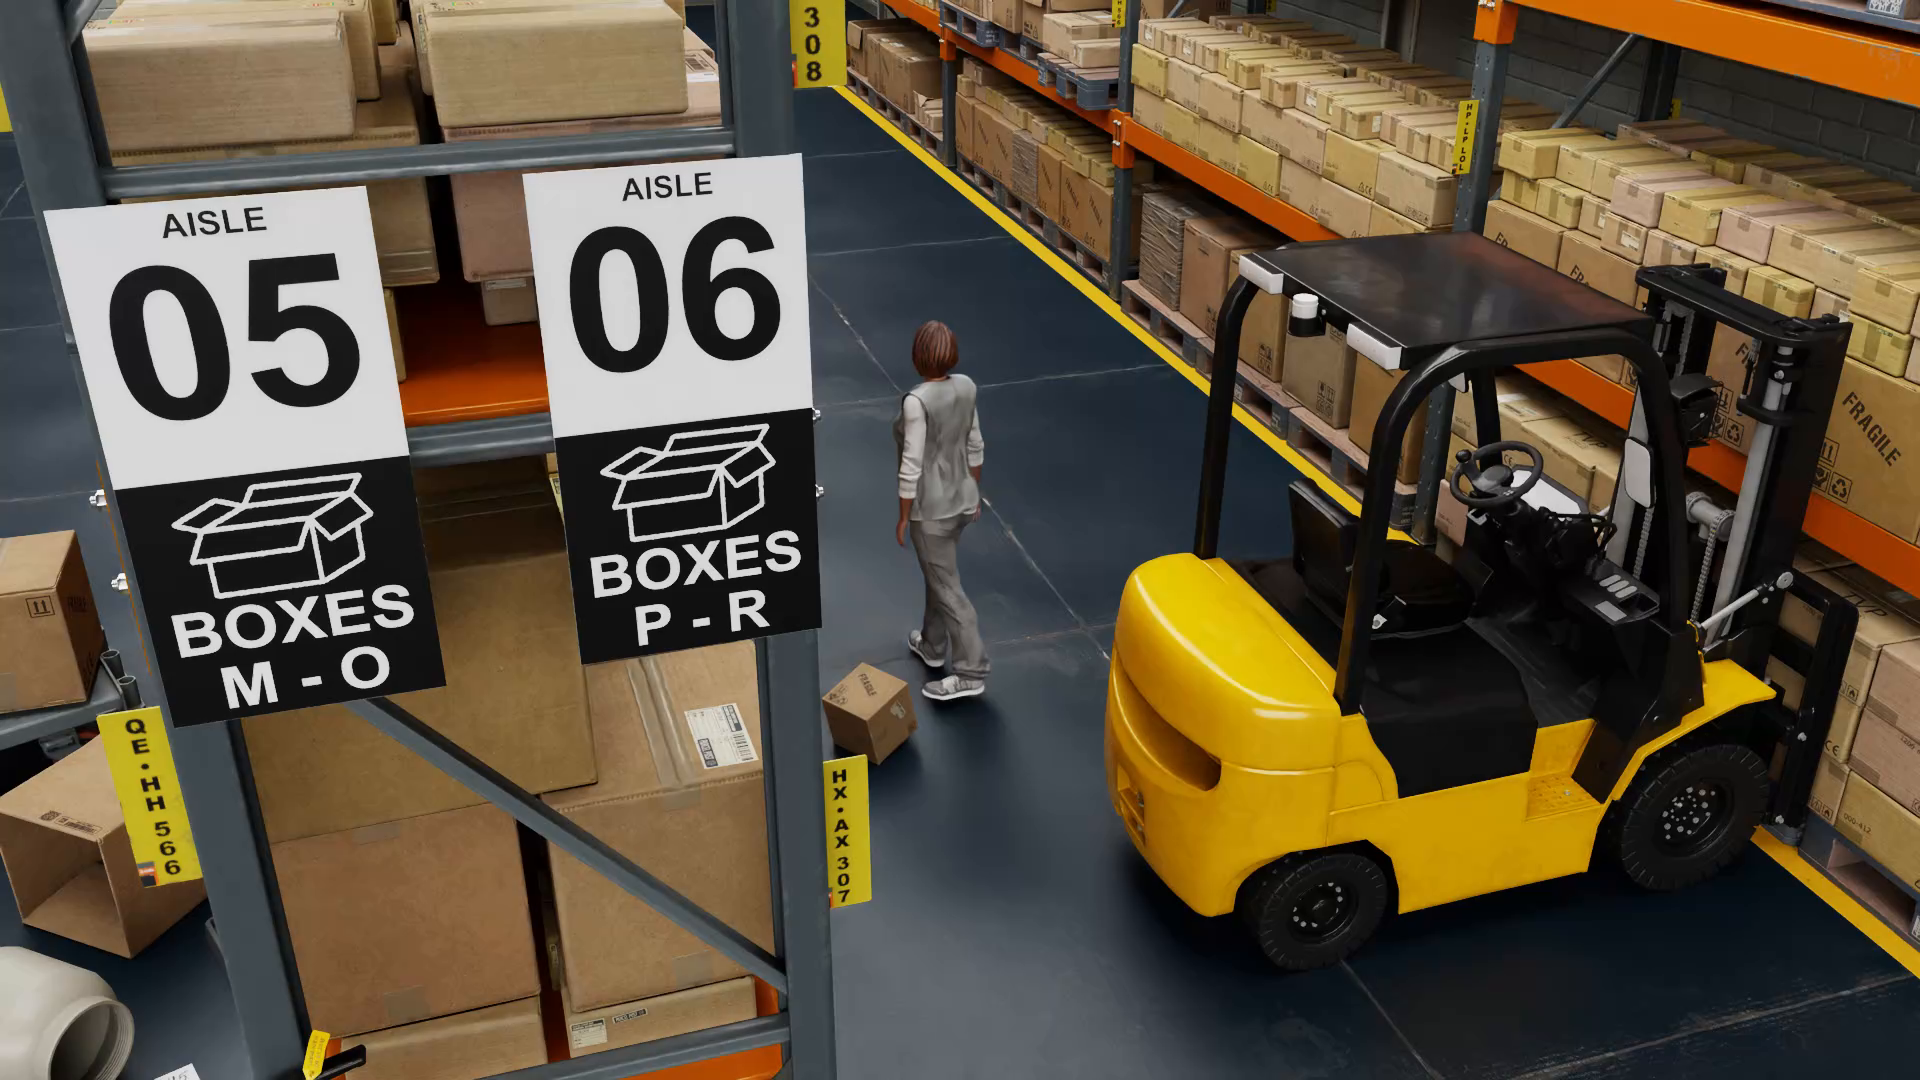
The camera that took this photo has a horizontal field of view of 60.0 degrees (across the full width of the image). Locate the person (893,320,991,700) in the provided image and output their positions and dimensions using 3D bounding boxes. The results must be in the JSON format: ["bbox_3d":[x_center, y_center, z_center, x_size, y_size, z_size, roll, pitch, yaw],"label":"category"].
[{"bbox_3d":[-0.078,-0.128,6.875,0.561,1.583,0.475,19,32,33],"label":"person"}]
